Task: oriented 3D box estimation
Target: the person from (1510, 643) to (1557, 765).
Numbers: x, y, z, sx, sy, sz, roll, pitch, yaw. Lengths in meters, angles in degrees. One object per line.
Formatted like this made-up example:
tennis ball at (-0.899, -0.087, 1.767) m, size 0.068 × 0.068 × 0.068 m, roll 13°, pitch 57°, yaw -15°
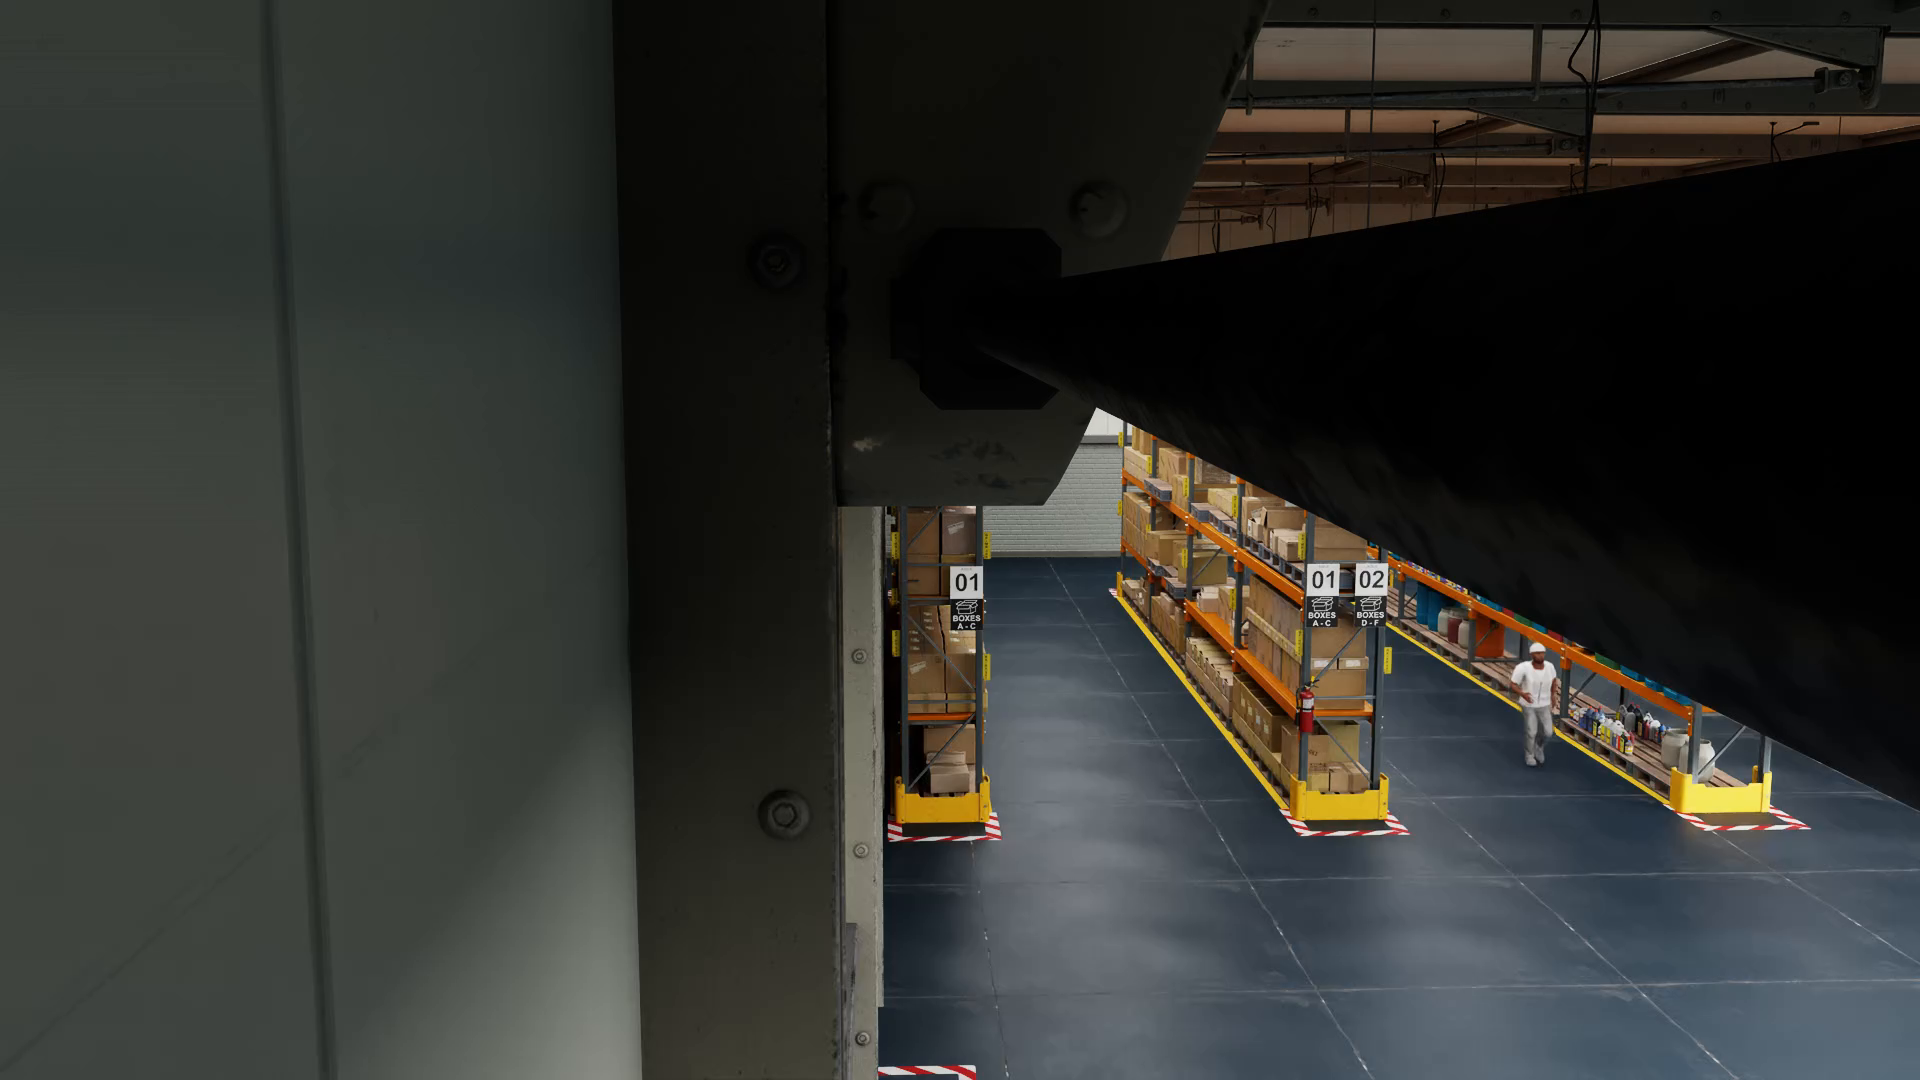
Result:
person at (7.917, 2.266, 22.856) m, size 0.698 × 1.724 × 0.577 m, roll 0°, pitch 8°, yaw 0°
